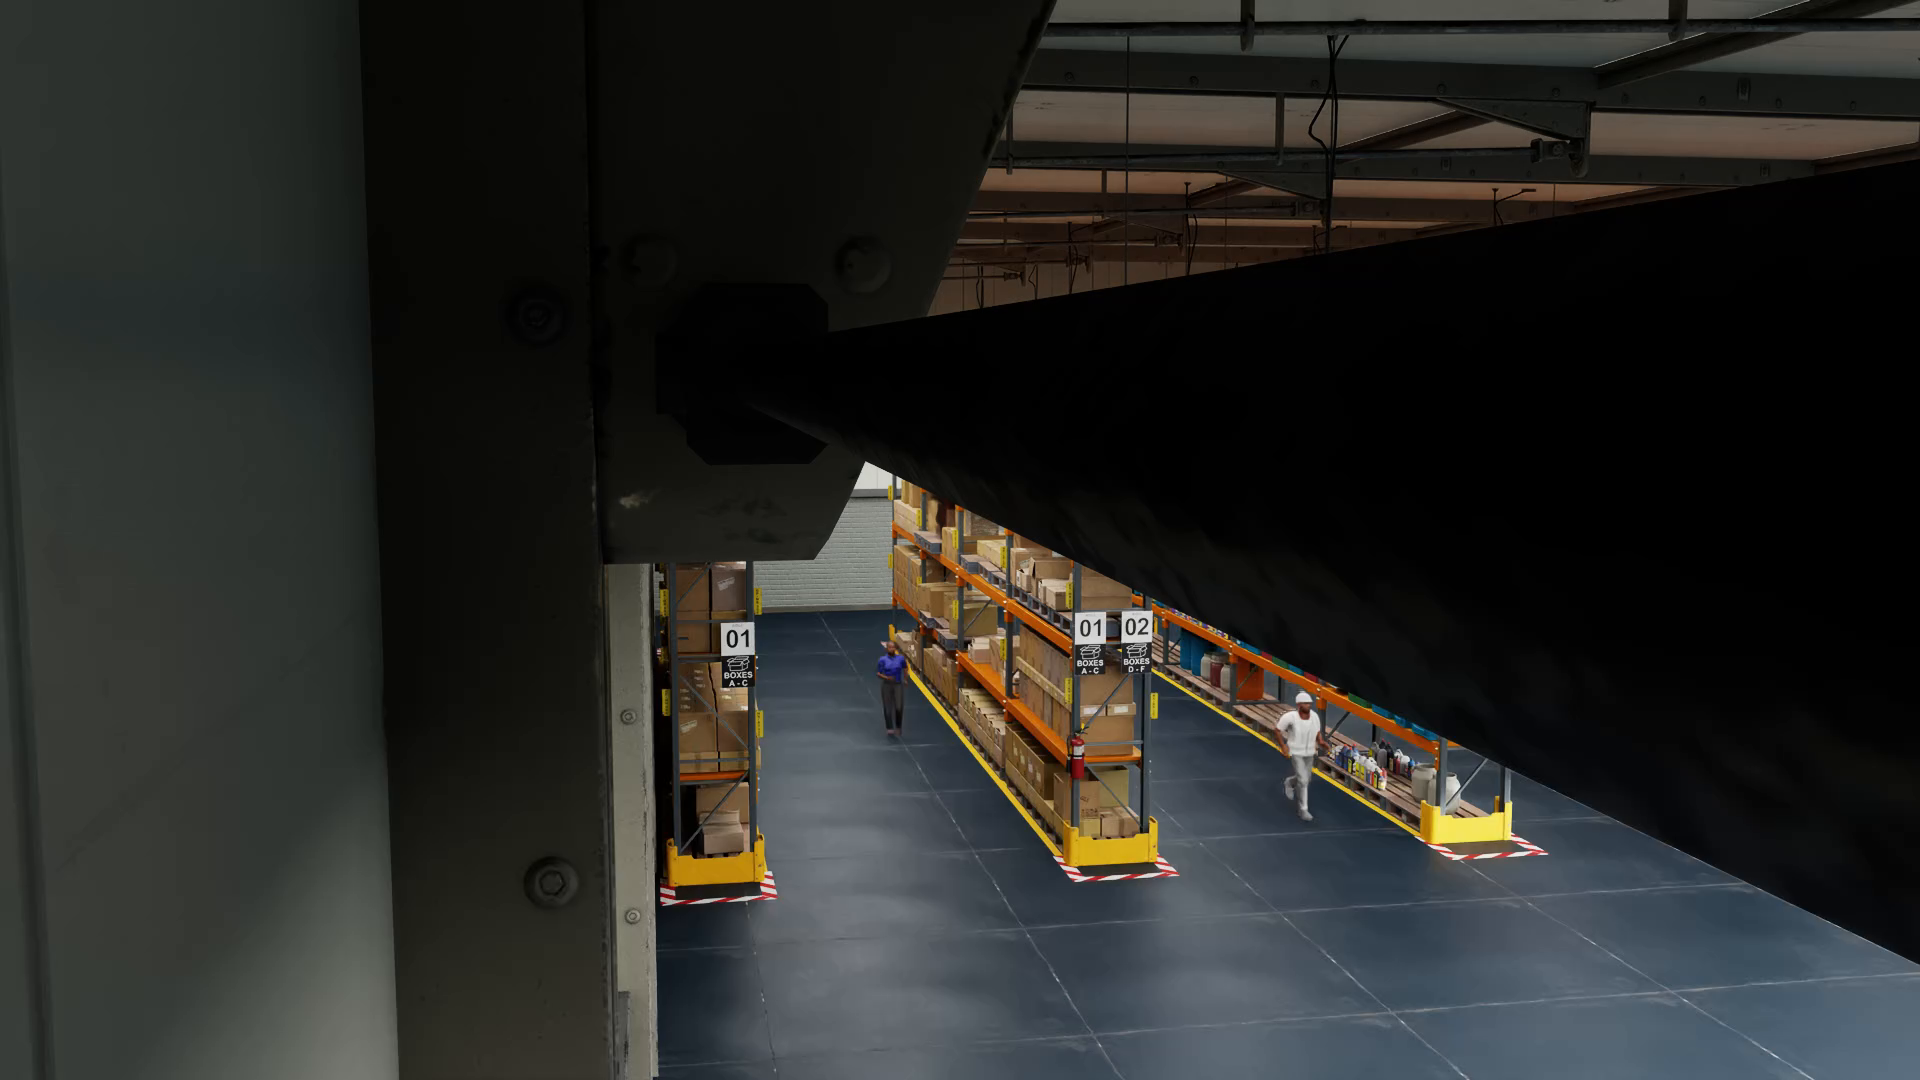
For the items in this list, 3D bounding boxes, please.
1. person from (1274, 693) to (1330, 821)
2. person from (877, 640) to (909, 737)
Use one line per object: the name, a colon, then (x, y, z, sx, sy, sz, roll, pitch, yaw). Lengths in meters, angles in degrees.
person: (4.713, 2.971, 23.225, 0.679, 1.747, 0.846, -2, 7, -21)
person: (-1.118, 2.500, 27.873, 0.547, 1.633, 0.647, -1, 6, -6)
